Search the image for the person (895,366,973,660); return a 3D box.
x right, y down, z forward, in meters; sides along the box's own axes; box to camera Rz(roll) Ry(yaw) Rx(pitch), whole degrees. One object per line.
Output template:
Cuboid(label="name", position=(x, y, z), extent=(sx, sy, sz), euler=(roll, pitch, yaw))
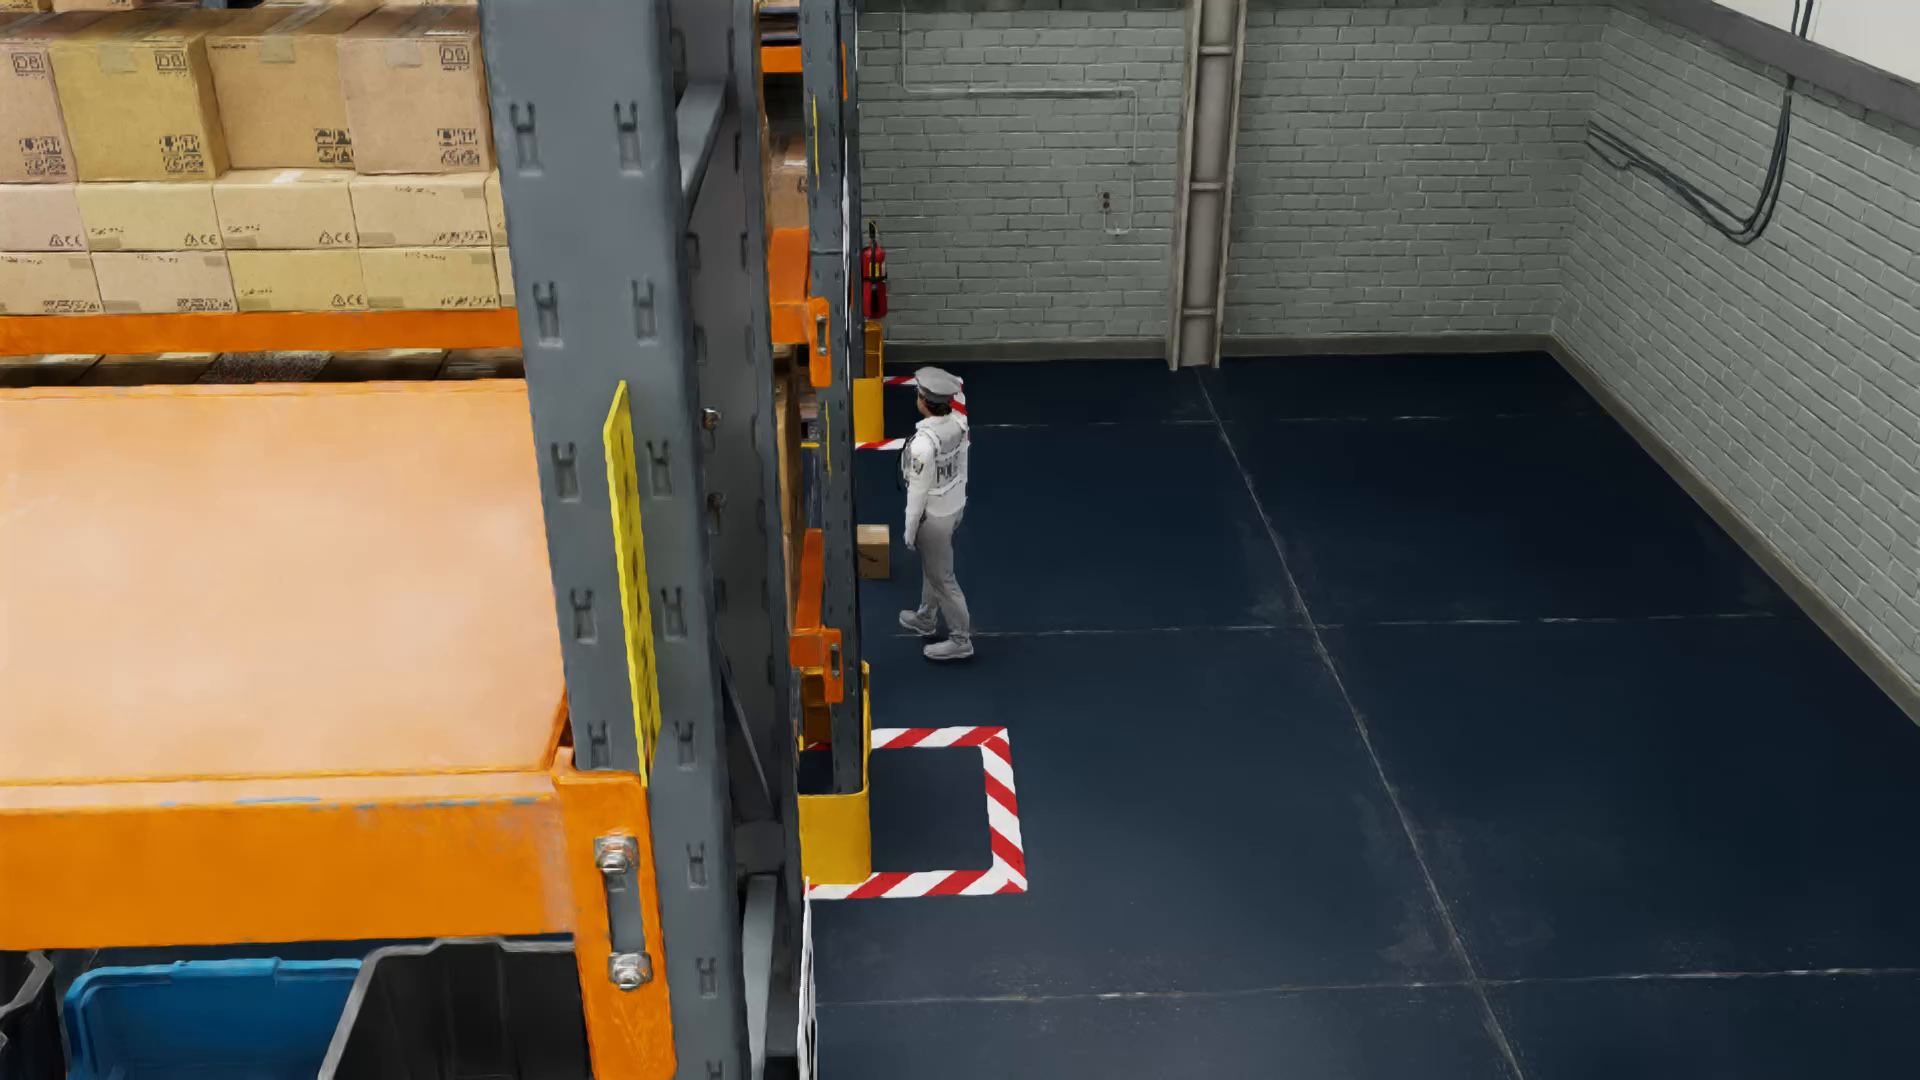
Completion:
Cuboid(label="person", position=(-0.164, -0.153, 9.232), extent=(0.578, 1.677, 0.462), euler=(12, 30, 22))
